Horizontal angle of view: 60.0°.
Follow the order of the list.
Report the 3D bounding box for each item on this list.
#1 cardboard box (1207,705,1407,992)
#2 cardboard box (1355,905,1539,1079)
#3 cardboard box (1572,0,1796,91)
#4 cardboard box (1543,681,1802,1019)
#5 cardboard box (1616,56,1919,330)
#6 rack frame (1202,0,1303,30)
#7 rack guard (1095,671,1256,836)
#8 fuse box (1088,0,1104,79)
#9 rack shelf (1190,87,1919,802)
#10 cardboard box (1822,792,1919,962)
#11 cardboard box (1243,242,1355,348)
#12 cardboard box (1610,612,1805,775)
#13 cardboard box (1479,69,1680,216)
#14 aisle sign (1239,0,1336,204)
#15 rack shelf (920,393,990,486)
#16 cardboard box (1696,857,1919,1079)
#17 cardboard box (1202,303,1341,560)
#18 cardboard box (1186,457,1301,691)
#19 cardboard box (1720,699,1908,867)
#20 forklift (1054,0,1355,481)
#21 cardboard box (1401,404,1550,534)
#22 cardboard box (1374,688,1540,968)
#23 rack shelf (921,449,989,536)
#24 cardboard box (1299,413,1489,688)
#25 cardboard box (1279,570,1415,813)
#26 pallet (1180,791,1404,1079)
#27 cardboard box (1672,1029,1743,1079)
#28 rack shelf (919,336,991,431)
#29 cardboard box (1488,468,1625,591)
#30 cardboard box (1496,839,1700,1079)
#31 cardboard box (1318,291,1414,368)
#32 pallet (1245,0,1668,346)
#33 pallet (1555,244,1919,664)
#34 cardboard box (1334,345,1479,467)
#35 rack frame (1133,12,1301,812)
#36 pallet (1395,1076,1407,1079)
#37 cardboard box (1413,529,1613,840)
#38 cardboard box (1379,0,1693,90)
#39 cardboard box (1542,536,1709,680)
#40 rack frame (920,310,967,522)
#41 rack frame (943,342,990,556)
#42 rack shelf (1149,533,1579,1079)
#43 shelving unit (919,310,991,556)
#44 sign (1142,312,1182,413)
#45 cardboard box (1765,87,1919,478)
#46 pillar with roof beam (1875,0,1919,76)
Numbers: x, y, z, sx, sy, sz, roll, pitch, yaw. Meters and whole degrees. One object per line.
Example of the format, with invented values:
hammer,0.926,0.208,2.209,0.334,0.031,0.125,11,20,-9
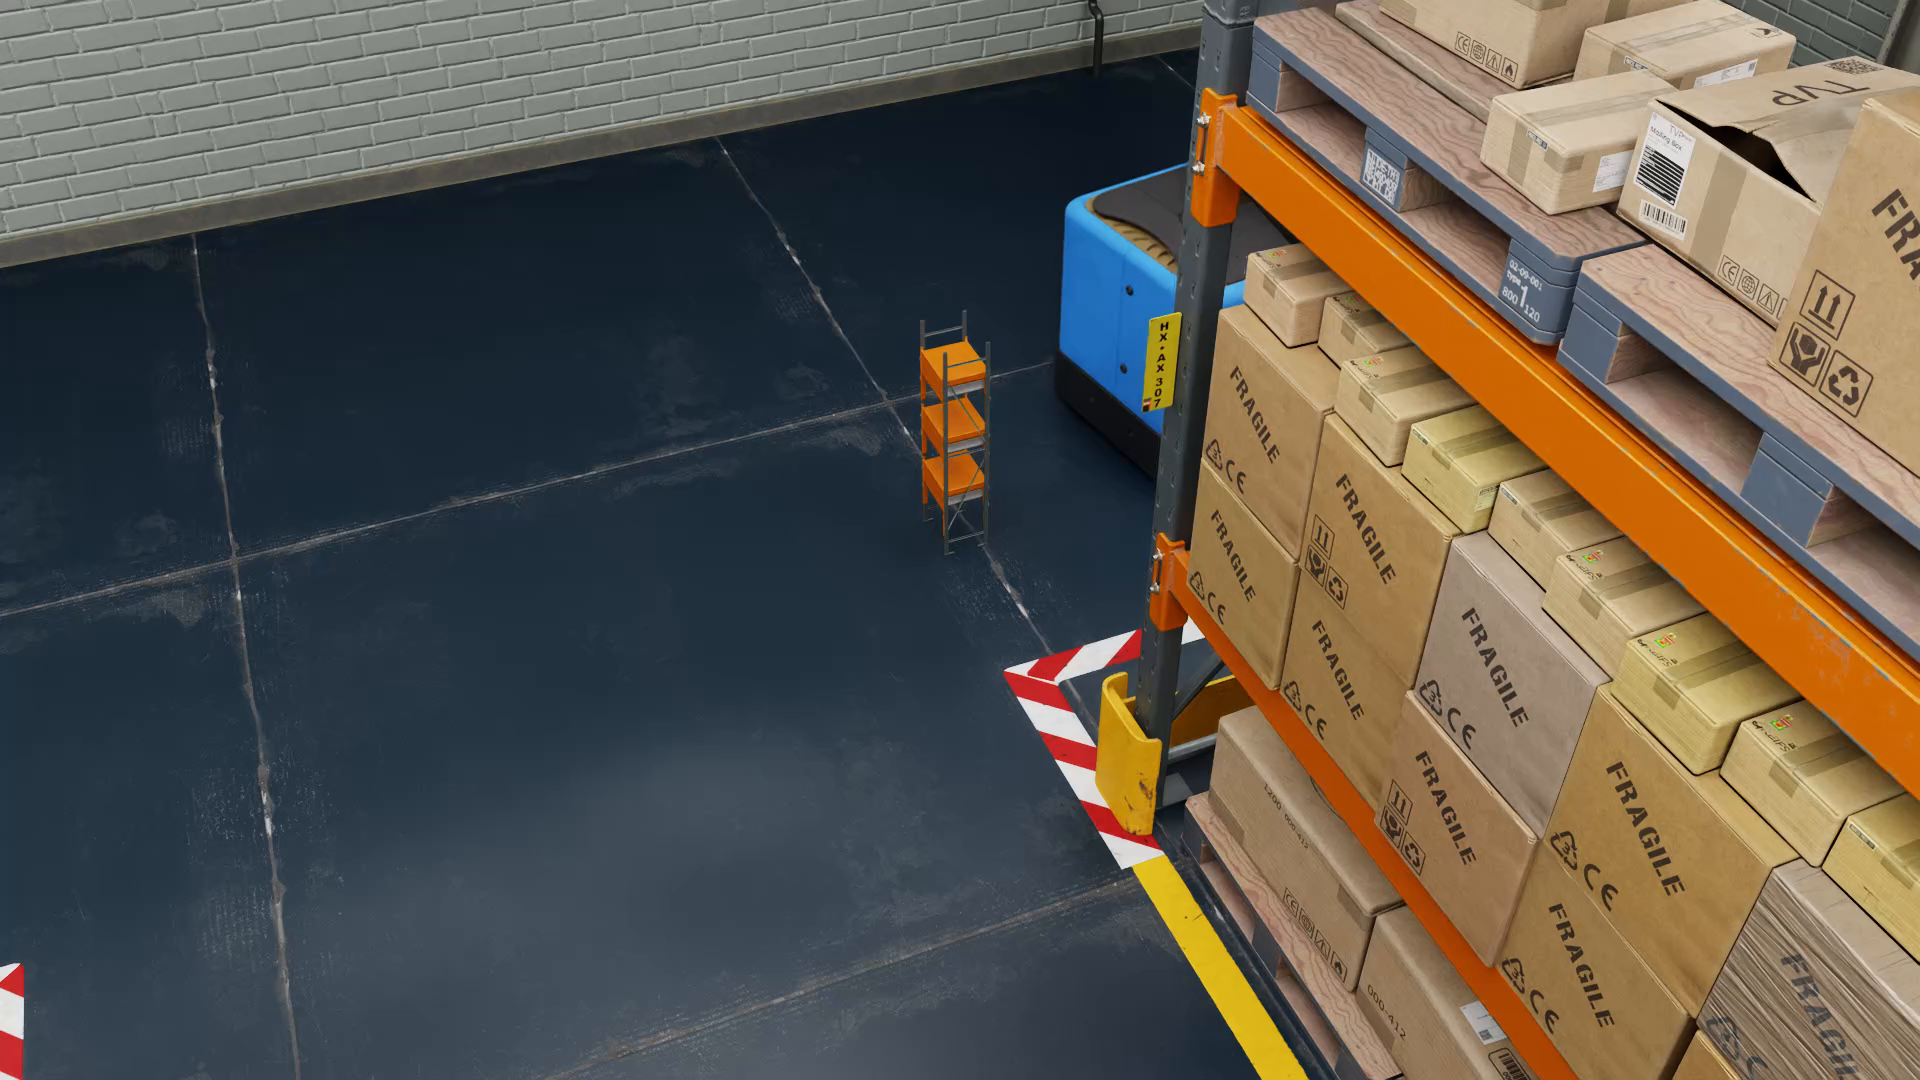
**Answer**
cardboard box,1.443,0.896,5.550,0.875,0.438,0.875,-17,43,-18
cardboard box,1.801,1.445,4.912,0.875,0.438,0.875,-14,43,-16
cardboard box,1.588,-1.047,3.660,0.380,0.149,0.250,-18,44,-20
cardboard box,1.619,0.572,3.440,0.500,0.500,0.500,-15,43,-17
cardboard box,1.625,-0.675,3.104,0.500,0.311,0.500,-14,43,-16
rack frame,1.098,-2.563,3.329,1.000,3.000,0.127,-15,43,-17
rack guard,1.089,0.645,6.117,1.175,0.500,0.348,-15,43,-17
fuse box,0.916,-3.627,10.156,0.539,1.711,0.414,-15,43,-17
rack shelf,1.864,0.051,3.141,1.077,0.370,4.000,-15,43,-17
cardboard box,1.786,0.566,2.950,0.380,0.149,0.250,-16,43,-18
cardboard box,0.978,-0.669,4.386,0.380,0.149,0.250,-14,43,-16
cardboard box,1.533,0.276,3.288,0.380,0.149,0.250,-16,43,-18
cardboard box,1.302,-0.815,3.391,0.380,0.149,0.250,-14,43,-15
aisle sign,0.803,-1.245,4.404,0.394,0.787,0.004,-15,43,-17
rack shelf,-0.020,-0.422,6.952,0.215,0.259,0.240,-15,43,-17
cardboard box,1.803,0.876,3.087,0.500,0.500,0.500,-15,43,-16
cardboard box,1.019,-0.346,4.508,0.500,0.500,0.500,-16,43,-18
cardboard box,1.017,0.034,4.833,0.500,0.500,0.500,-15,43,-17
cardboard box,1.678,0.422,3.118,0.380,0.149,0.250,-15,43,-17
forklift,1.974,-2.042,7.376,3.031,2.935,1.130,-22,45,-24
cardboard box,1.255,-0.190,3.829,0.380,0.149,0.250,-16,43,-18
cardboard box,1.414,0.643,4.125,0.500,0.500,0.500,-15,43,-17
rack shelf,-0.020,-0.212,7.133,0.215,0.259,0.240,-15,43,-17
cardboard box,1.223,-0.036,4.148,0.500,0.500,0.500,-16,43,-18
cardboard box,1.236,0.332,4.487,0.500,0.500,0.500,-16,43,-17
pallet,1.477,1.231,5.657,1.003,0.211,1.213,-15,43,-17
cardboard box,1.807,1.259,3.408,0.500,0.500,0.500,-16,43,-17
rack shelf,-0.020,-0.637,6.767,0.215,0.259,0.240,-15,43,-17
cardboard box,1.405,-0.044,3.660,0.380,0.149,0.250,-15,43,-16
cardboard box,1.621,0.940,3.779,0.500,0.500,0.500,-14,43,-15
cardboard box,1.144,-0.529,4.223,0.380,0.149,0.250,-14,43,-16
pallet,1.392,-0.948,3.819,1.003,0.211,1.213,-15,43,-17
pallet,1.862,-0.212,2.964,1.003,0.211,1.213,-15,43,-17
cardboard box,1.138,-0.344,4.008,0.380,0.149,0.250,-14,43,-16
rack frame,1.098,-0.289,5.285,1.000,3.000,0.127,-15,43,-17
pallet,1.939,1.964,4.804,1.003,0.211,1.213,-15,43,-17
cardboard box,1.427,0.272,3.790,0.500,0.500,0.500,-15,43,-17
cardboard box,1.354,-1.318,3.897,0.500,0.250,0.500,-19,44,-21
cardboard box,1.461,0.116,3.473,0.380,0.149,0.250,-15,43,-16
rack frame,-0.067,-0.504,7.031,0.200,1.050,0.008,-15,43,-17
rack frame,0.026,-0.357,6.860,0.200,1.050,0.008,-15,43,-17
rack shelf,1.864,1.189,4.119,1.077,0.370,4.000,-15,43,-17
shelving unit,-0.020,-0.430,6.945,0.215,1.050,0.252,-15,43,-17
sign,0.583,-0.512,4.820,0.100,0.325,0.005,-15,43,-17
cardboard box,1.731,-0.409,2.649,0.500,0.500,0.500,-14,43,-16
pillar with roof beam,1.507,-4.579,5.673,9.100,9.000,0.400,-15,43,-17
